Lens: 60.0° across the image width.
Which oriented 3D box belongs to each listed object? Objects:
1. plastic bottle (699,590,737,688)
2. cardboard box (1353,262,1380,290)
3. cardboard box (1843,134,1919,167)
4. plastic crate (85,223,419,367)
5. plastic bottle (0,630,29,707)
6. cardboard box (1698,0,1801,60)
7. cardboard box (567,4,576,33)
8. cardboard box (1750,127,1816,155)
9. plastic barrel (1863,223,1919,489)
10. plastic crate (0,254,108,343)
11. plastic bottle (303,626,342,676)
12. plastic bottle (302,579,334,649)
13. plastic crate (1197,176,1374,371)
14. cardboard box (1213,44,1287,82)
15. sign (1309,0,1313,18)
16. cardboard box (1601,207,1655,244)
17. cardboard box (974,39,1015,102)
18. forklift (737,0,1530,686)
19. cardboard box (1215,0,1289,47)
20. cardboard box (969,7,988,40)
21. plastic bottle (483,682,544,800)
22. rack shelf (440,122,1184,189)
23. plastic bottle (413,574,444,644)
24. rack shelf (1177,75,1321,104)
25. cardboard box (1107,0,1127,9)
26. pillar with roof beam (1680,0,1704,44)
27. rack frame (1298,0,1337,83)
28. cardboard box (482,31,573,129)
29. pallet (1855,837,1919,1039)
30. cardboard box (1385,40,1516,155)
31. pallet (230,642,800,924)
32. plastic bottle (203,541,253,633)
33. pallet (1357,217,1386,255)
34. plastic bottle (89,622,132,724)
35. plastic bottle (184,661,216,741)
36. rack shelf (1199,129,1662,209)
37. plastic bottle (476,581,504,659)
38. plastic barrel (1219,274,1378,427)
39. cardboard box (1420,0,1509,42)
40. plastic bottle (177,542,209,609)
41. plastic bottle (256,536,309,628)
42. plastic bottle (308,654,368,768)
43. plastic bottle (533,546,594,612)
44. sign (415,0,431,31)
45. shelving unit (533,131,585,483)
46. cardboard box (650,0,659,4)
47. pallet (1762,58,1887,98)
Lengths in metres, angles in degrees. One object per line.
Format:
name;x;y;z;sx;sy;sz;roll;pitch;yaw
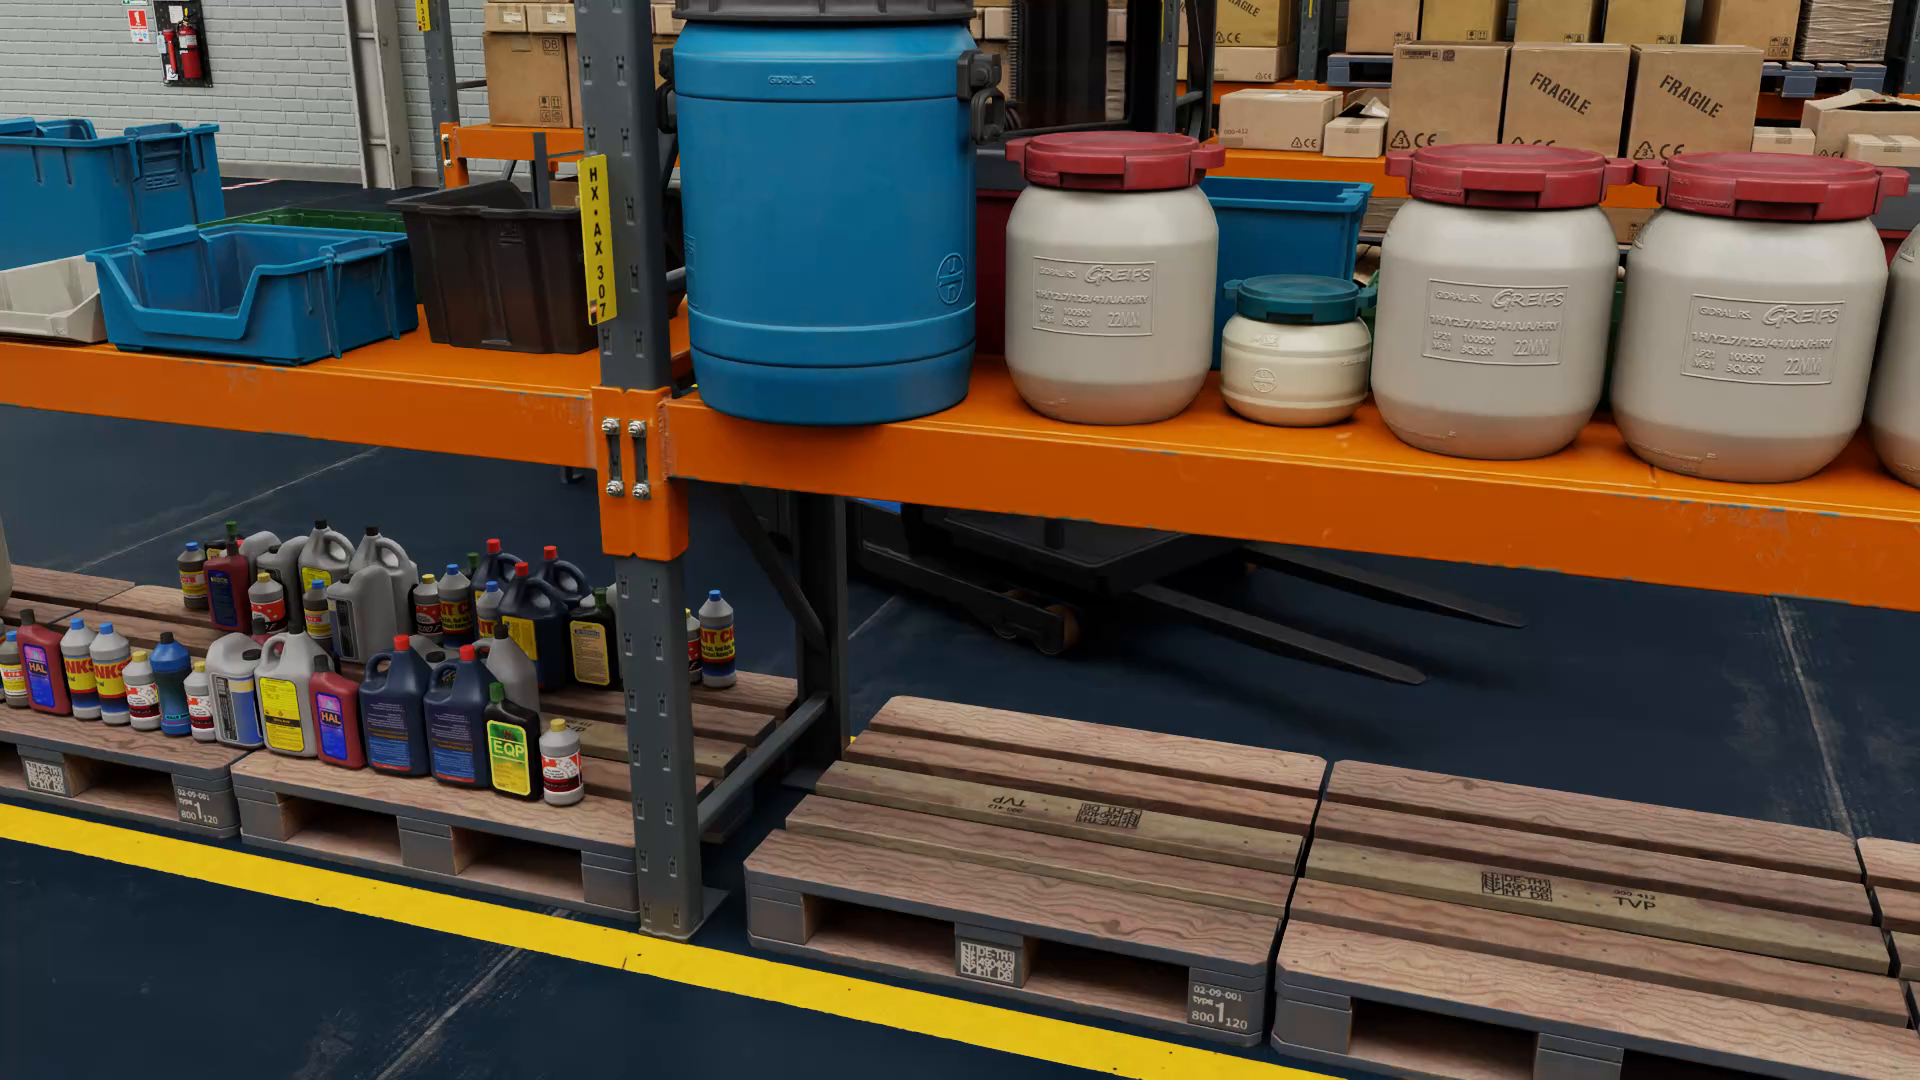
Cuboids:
plastic bottle;-0.688;0.274;4.710;0.097;0.271;0.097;0;19;0
cardboard box;1.878;-1.162;8.041;0.500;0.311;0.500;6;20;17
cardboard box;3.937;-1.636;7.094;0.250;0.149;0.380;7;20;18
plastic crate;-1.665;-0.601;3.968;0.616;0.251;0.499;7;20;18
plastic bottle;-2.601;0.350;4.599;0.097;0.201;0.097;0;19;0
cardboard box;5.515;-3.639;11.637;0.500;0.500;0.700;5;20;13
cardboard box;-1.894;-2.797;8.905;0.250;0.149;0.380;7;20;18
cardboard box;3.654;-1.745;7.407;0.250;0.149;0.380;8;21;22
plastic barrel;1.808;-0.347;2.844;0.421;0.512;0.421;0;19;0
plastic crate;-2.147;-0.608;4.164;0.437;0.136;0.530;7;20;18
plastic bottle;-1.710;0.369;4.419;0.133;0.283;0.061;7;20;18
plastic bottle;-1.911;0.217;4.978;0.097;0.201;0.097;0;19;0
plastic crate;0.614;-0.606;3.781;0.575;0.384;0.392;7;20;18
cardboard box;2.174;-3.612;12.578;0.500;0.250;0.500;7;20;18
sign;2.550;-3.955;12.051;0.005;0.325;0.100;7;20;18
cardboard box;4.875;-2.510;12.348;0.500;0.500;0.700;6;20;18
cardboard box;0.177;-2.324;8.533;0.500;0.500;0.700;6;20;17
forklift;0.472;-1.195;5.552;1.130;2.935;3.031;-18;26;-42
cardboard box;2.173;-3.964;12.449;0.500;0.500;0.500;6;20;18
cardboard box;0.042;-2.575;8.268;0.250;0.149;0.380;6;20;18
plastic bottle;-1.093;0.490;4.073;0.133;0.283;0.061;8;21;21
rack shelf;-0.791;-2.052;8.999;4.000;0.370;1.077;7;20;18
plastic bottle;-1.595;0.203;5.019;0.097;0.201;0.097;0;19;0
rack shelf;0.831;-3.593;13.418;4.000;0.370;1.077;7;20;18
cardboard box;0.677;-2.881;8.162;0.500;0.500;0.700;7;20;18
pillar with roof beam;4.142;-5.188;7.788;0.400;9.000;9.100;7;20;18
rack frame;2.721;-3.716;12.680;0.127;3.000;1.000;7;20;18
cardboard box;-2.243;-2.600;9.327;0.500;0.500;0.700;7;20;18
pallet;2.529;1.017;3.337;1.213;0.211;1.003;7;20;18
cardboard box;2.316;-2.078;7.828;0.500;0.500;0.500;8;21;22
pallet;-1.151;0.595;4.547;1.213;0.211;1.003;7;20;18
plastic bottle;-2.236;0.138;5.082;0.133;0.283;0.061;7;20;18
pallet;3.457;-2.316;12.899;1.213;0.211;1.003;7;20;18
plastic bottle;-2.280;0.353;4.482;0.097;0.271;0.097;0;19;0
plastic bottle;-1.993;0.419;4.399;0.097;0.201;0.097;0;19;0
rack shelf;2.988;-1.620;7.759;4.000;0.370;1.077;7;20;18
plastic bottle;-1.333;0.250;4.777;0.097;0.271;0.097;0;19;0
plastic barrel;0.669;-0.380;3.319;0.301;0.262;0.301;0;19;0
cardboard box;3.716;-3.843;12.223;0.500;0.500;0.700;9;21;24
plastic bottle;-2.430;0.108;5.293;0.097;0.201;0.097;0;19;0
plastic bottle;-2.070;0.123;5.135;0.135;0.276;0.152;6;20;17
plastic bottle;-1.582;0.434;4.233;0.133;0.283;0.061;8;21;22
plastic bottle;-1.157;0.191;4.827;0.185;0.351;0.144;7;20;20
sign;-2.868;-2.882;8.851;0.005;0.325;0.100;7;20;18
shelving unit;-1.172;-0.956;7.040;1.048;1.500;0.538;10;21;26
cardboard box;-1.695;-3.152;8.939;0.500;0.500;0.700;6;20;17
pallet;5.791;-3.237;11.598;1.003;0.211;1.213;7;20;18
